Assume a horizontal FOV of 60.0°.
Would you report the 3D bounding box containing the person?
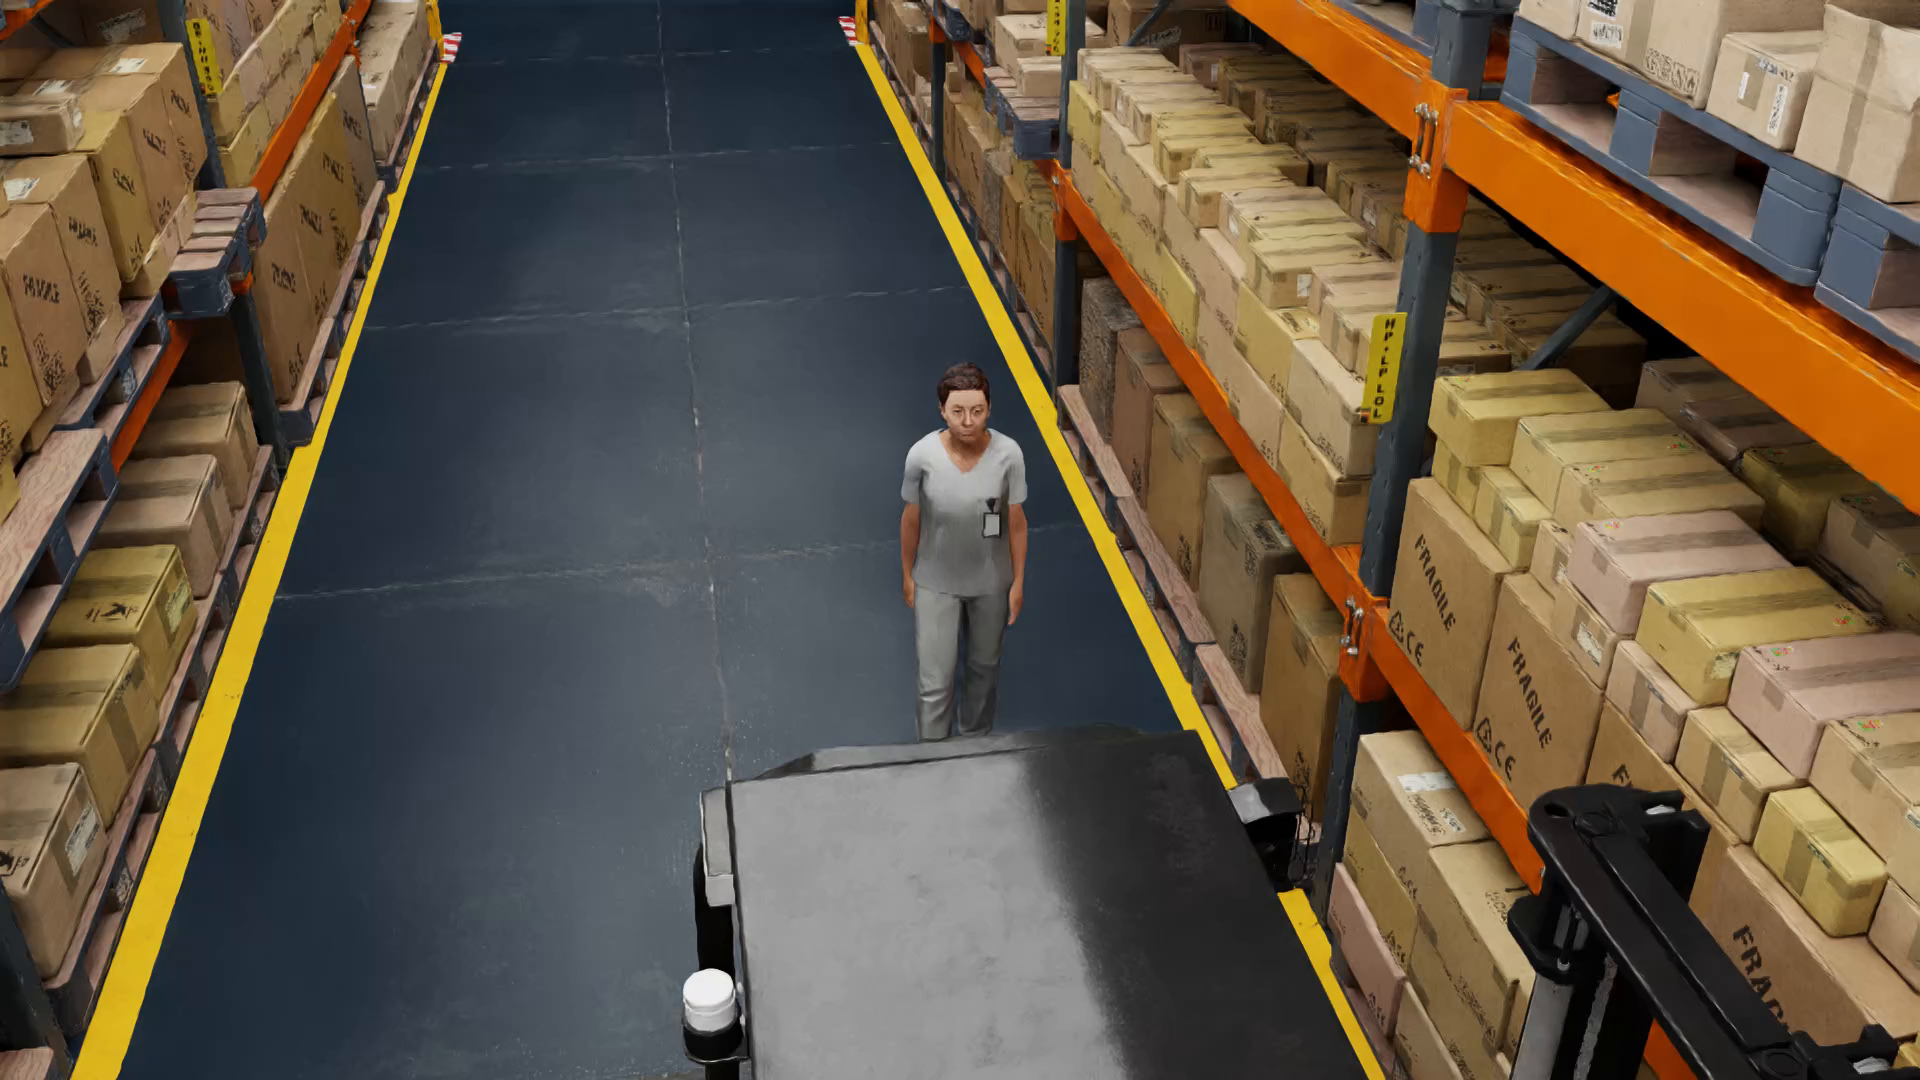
[{"bbox_3d":[0.025,0.209,5.814,0.440,1.616,0.682,-3,31,-5],"label":"person"}]
